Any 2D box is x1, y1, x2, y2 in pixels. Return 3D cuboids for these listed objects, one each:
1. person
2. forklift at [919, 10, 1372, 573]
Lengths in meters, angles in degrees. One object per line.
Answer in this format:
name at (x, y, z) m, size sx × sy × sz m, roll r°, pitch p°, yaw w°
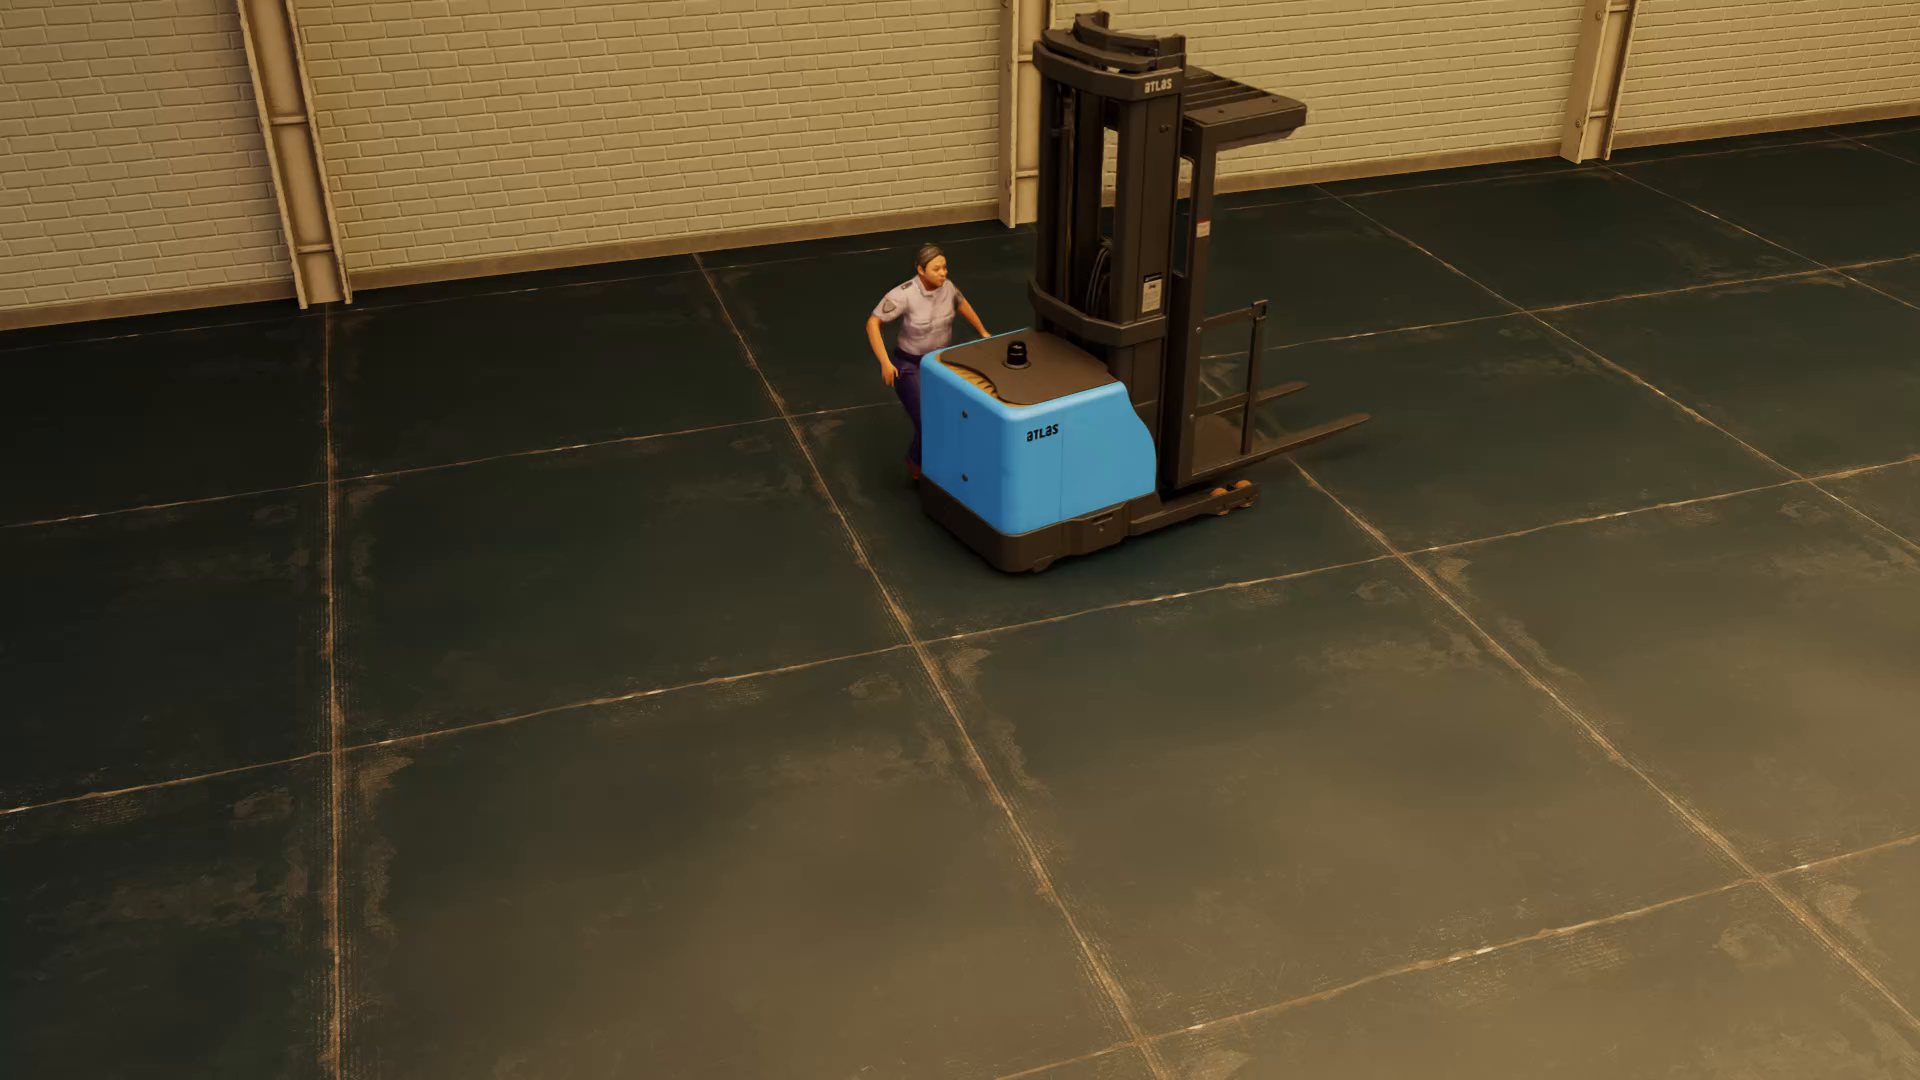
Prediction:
person at (-0.108, -1.028, 10.257) m, size 0.890 × 1.572 × 0.633 m, roll -21°, pitch 36°, yaw -32°
forklift at (1.268, -1.627, 9.914) m, size 3.031 × 2.935 × 1.130 m, roll -18°, pitch 34°, yaw -28°
